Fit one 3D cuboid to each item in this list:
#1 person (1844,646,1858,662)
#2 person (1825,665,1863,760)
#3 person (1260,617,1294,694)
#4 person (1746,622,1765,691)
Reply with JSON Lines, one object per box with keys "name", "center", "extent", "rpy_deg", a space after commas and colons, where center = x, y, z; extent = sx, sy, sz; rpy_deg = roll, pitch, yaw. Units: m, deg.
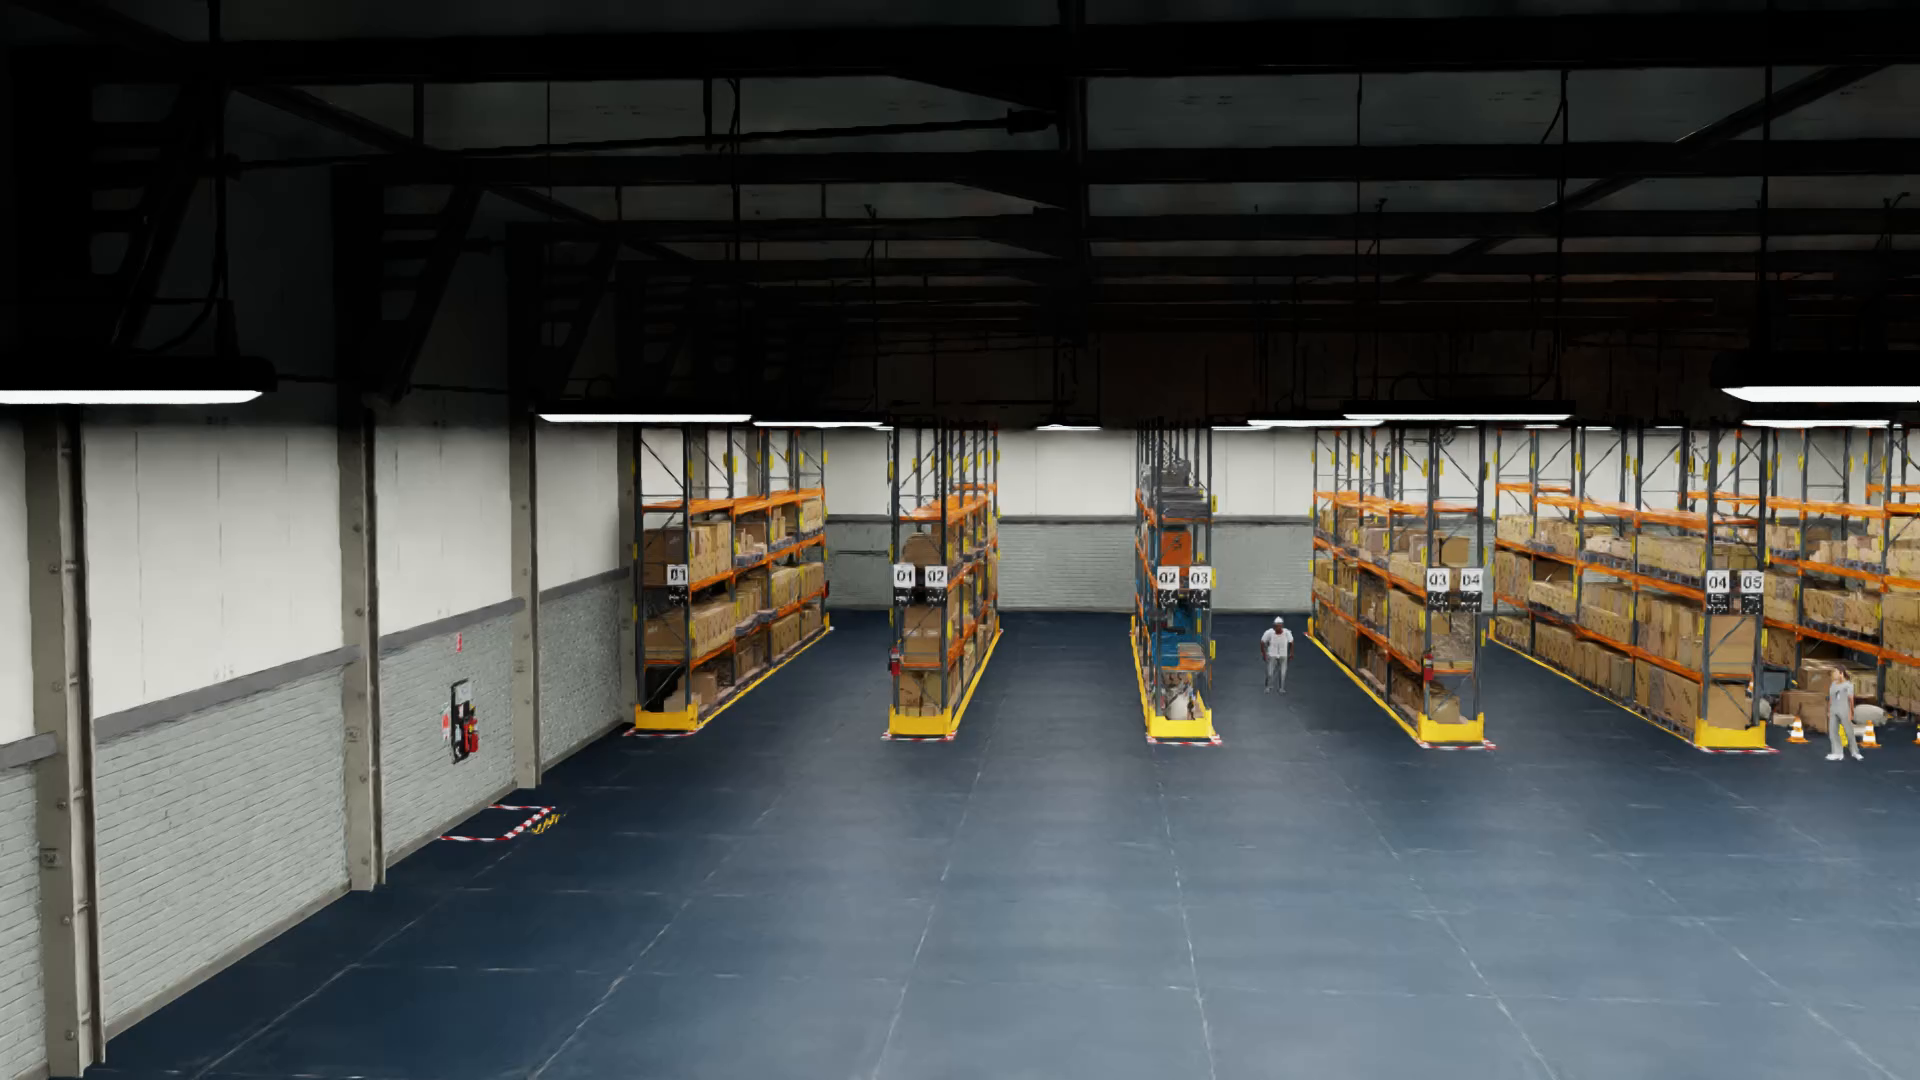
{"name": "person", "center": [21.402, 2.276, 39.799], "extent": [0.408, 1.680, 0.538], "rpy_deg": [-2, 4, -27]}
{"name": "person", "center": [15.435, 3.005, 29.012], "extent": [0.538, 1.664, 0.567], "rpy_deg": [-2, 4, -23]}
{"name": "person", "center": [6.893, 2.513, 36.166], "extent": [0.708, 1.714, 0.572], "rpy_deg": [0, 4, 3]}
{"name": "person", "center": [17.175, 2.524, 35.964], "extent": [0.566, 1.662, 0.562], "rpy_deg": [2, 4, 33]}
